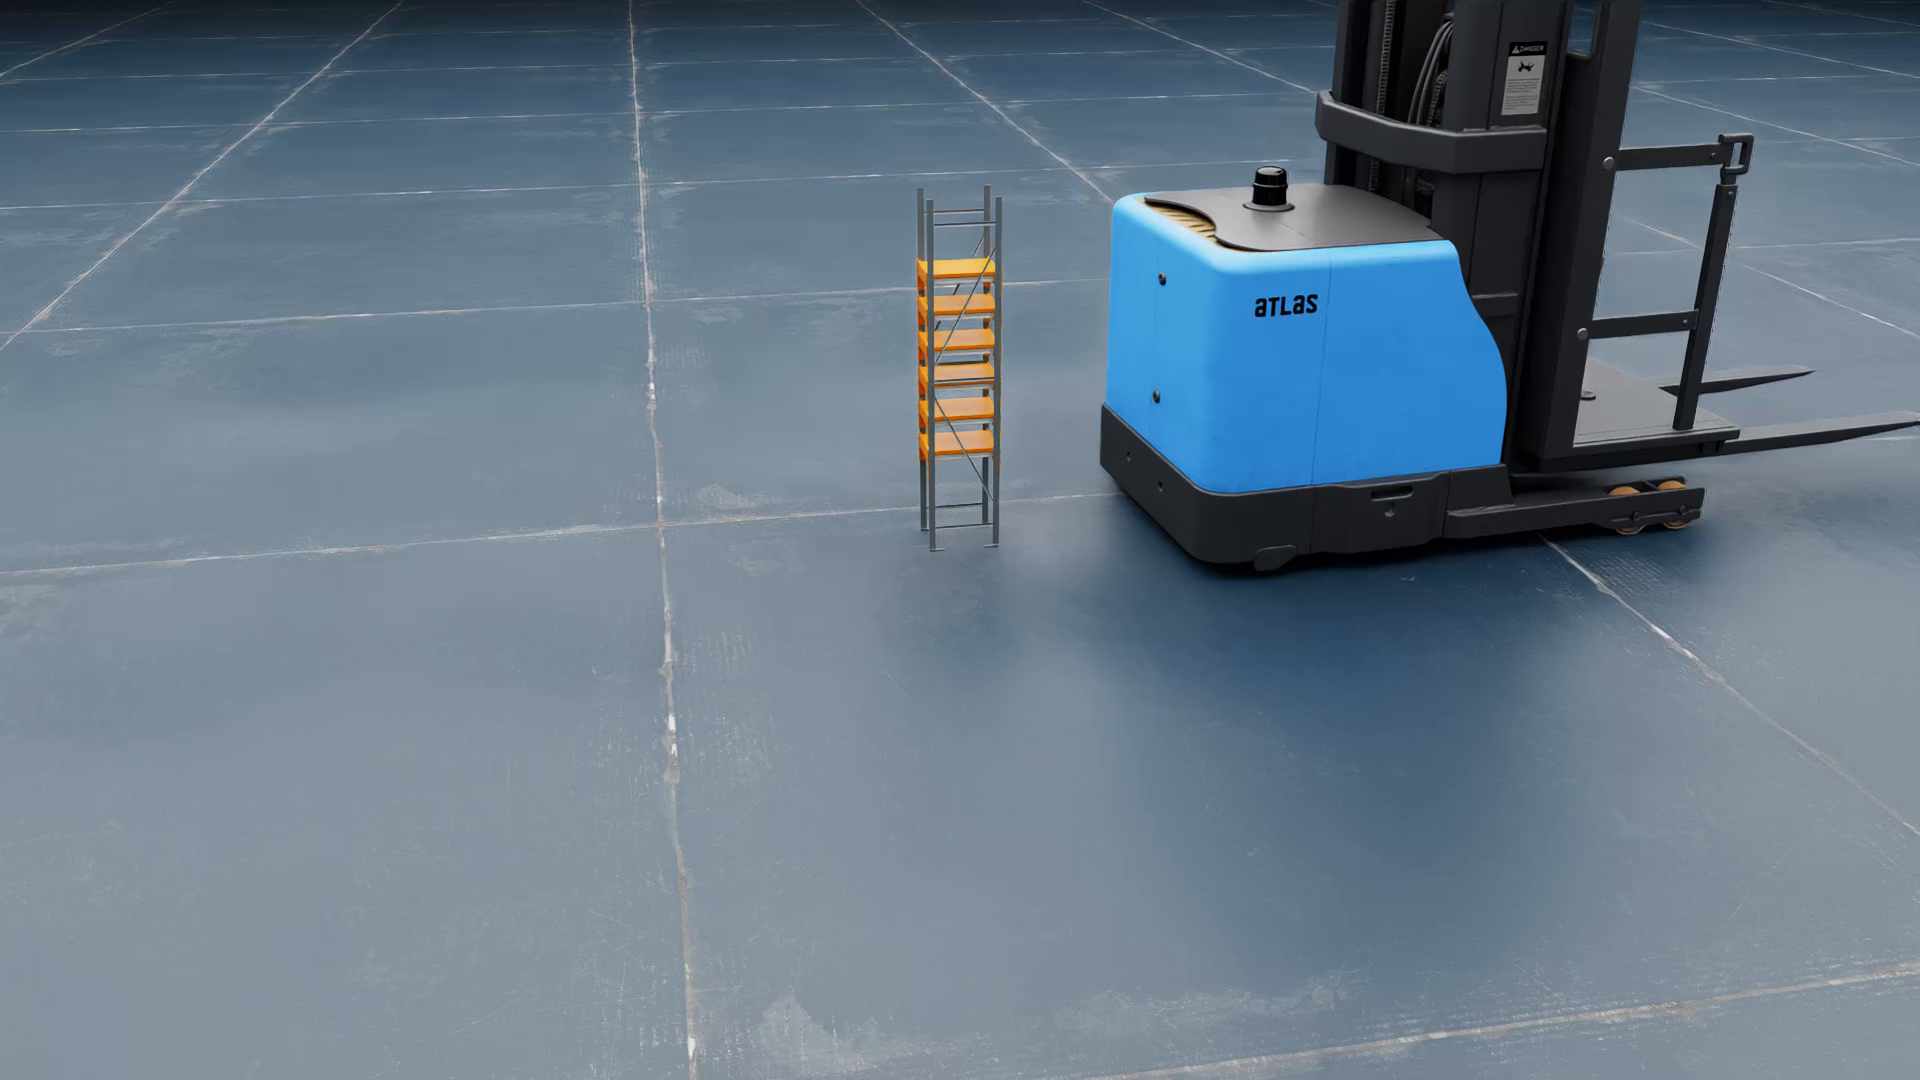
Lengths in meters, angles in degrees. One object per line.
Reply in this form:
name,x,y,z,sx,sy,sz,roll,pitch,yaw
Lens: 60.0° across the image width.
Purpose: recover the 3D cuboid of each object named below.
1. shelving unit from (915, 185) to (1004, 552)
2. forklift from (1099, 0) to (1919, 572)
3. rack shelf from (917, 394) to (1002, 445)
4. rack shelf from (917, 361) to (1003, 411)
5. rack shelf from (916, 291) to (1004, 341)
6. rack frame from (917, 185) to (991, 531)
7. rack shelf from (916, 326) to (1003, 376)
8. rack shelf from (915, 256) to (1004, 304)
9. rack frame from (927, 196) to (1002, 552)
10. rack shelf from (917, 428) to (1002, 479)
shelving unit,-0.003,-0.556,5.523,0.258,1.200,0.189,-4,24,-10
forklift,2.098,-1.556,5.652,3.031,2.935,1.130,-6,24,-15
rack shelf,-0.003,-0.405,5.589,0.258,0.103,0.180,-4,24,-10
rack shelf,-0.003,-0.515,5.541,0.258,0.103,0.180,-4,24,-10
rack shelf,-0.003,-0.735,5.445,0.258,0.103,0.180,-4,24,-10
rack frame,-0.020,-0.592,5.605,0.240,1.200,0.006,-4,24,-10
rack shelf,-0.003,-0.625,5.493,0.258,0.103,0.180,-4,24,-10
rack shelf,-0.003,-0.845,5.397,0.258,0.103,0.180,-4,24,-10
rack frame,0.014,-0.520,5.440,0.240,1.200,0.006,-4,24,-10
rack shelf,-0.003,-0.295,5.637,0.258,0.103,0.180,-4,24,-10
